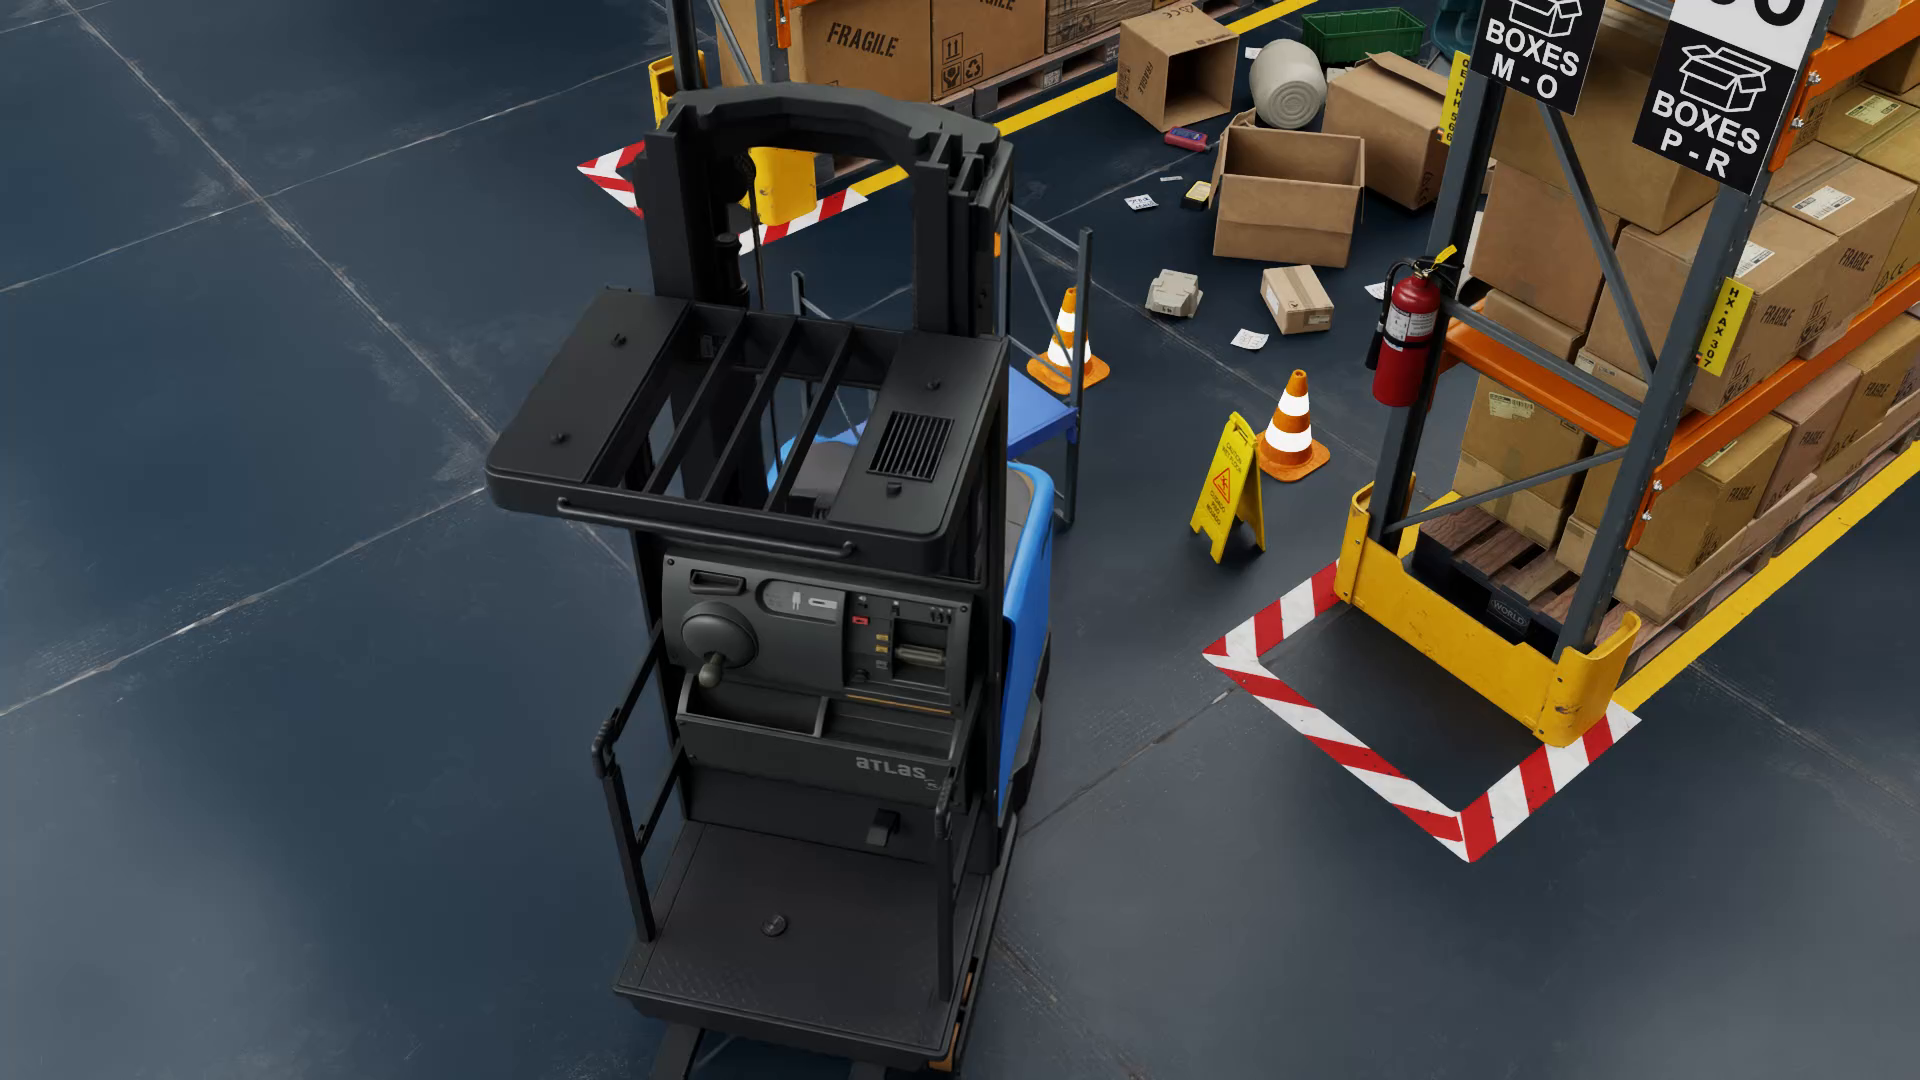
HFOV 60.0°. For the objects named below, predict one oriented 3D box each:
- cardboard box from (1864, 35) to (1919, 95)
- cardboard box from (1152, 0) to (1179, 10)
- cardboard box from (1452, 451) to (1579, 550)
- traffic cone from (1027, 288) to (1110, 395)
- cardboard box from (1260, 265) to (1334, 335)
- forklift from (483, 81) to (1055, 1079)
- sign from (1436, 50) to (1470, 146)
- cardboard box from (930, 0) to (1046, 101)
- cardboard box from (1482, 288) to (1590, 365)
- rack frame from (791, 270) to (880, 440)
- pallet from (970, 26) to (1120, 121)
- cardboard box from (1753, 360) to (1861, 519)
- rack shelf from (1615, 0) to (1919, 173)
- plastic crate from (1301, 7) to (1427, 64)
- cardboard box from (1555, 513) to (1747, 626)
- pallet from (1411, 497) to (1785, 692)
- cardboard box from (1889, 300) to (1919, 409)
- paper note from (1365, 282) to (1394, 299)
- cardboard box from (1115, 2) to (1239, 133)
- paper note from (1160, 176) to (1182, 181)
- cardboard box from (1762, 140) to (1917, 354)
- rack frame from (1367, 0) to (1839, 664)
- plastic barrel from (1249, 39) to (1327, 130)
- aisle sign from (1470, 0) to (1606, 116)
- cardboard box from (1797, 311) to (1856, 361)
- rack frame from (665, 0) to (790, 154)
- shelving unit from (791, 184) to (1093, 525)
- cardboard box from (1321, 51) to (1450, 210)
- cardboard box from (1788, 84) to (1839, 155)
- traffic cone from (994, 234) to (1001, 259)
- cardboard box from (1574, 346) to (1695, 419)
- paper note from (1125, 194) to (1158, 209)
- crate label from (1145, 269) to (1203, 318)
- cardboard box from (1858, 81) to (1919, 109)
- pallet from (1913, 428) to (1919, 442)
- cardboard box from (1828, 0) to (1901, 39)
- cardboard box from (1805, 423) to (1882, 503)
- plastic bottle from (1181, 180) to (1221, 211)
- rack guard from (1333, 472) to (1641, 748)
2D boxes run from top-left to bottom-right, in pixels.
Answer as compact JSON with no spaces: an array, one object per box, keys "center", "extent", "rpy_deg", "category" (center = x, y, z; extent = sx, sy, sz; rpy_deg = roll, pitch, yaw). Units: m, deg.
[{"center":[3.442,-2.116,6.291],"extent":[0.500,0.500,0.700],"rpy_deg":[-30,51,-28],"category":"cardboard box"},{"center":[1.287,-4.076,10.644],"extent":[0.875,0.875,0.875],"rpy_deg":[-29,50,-27],"category":"cardboard box"},{"center":[2.466,-0.282,7.061],"extent":[0.500,0.250,0.500],"rpy_deg":[-30,51,-28],"category":"cardboard box"},{"center":[0.529,-1.000,7.977],"extent":[0.334,0.463,0.336],"rpy_deg":[-30,51,-28],"category":"traffic cone"},{"center":[1.709,-1.222,8.442],"extent":[0.250,0.149,0.380],"rpy_deg":[-7,44,-7],"category":"cardboard box"},{"center":[-0.469,0.366,4.719],"extent":[1.130,2.935,3.031],"rpy_deg":[9,44,9],"category":"forklift"},{"center":[1.659,-1.462,5.539],"extent":[0.005,0.325,0.100],"rpy_deg":[-30,51,-28],"category":"sign"},{"center":[-0.102,-3.278,9.795],"extent":[0.875,0.875,0.875],"rpy_deg":[-31,51,-28],"category":"cardboard box"},{"center":[2.150,-0.810,6.105],"extent":[0.250,0.149,0.380],"rpy_deg":[-28,50,-27],"category":"cardboard box"},{"center":[-0.450,-0.308,6.483],"extent":[0.032,1.500,0.500],"rpy_deg":[-29,51,-28],"category":"rack frame"},{"center":[0.245,-3.089,10.384],"extent":[1.213,0.211,1.003],"rpy_deg":[-30,51,-28],"category":"pallet"},{"center":[3.212,-0.501,6.746],"extent":[0.500,0.500,0.500],"rpy_deg":[-32,52,-29],"category":"cardboard box"},{"center":[3.534,-2.334,5.879],"extent":[4.000,0.370,1.077],"rpy_deg":[-30,51,-28],"category":"rack shelf"},{"center":[2.522,-3.168,10.444],"extent":[0.662,0.188,0.450],"rpy_deg":[-7,34,-7],"category":"plastic crate"},{"center":[2.796,0.015,6.744],"extent":[0.500,0.250,0.500],"rpy_deg":[-30,51,-28],"category":"cardboard box"},{"center":[2.704,0.020,7.074],"extent":[1.213,0.211,1.003],"rpy_deg":[-30,51,-28],"category":"pallet"},{"center":[4.007,-0.956,7.231],"extent":[0.500,0.500,0.500],"rpy_deg":[-27,50,-26],"category":"cardboard box"},{"center":[2.196,-1.293,8.613],"extent":[0.142,0.019,0.148],"rpy_deg":[-14,45,-14],"category":"paper note"},{"center":[1.282,-2.806,9.870],"extent":[0.500,0.500,0.500],"rpy_deg":[-21,47,-21],"category":"cardboard box"},{"center":[1.198,-2.048,9.423],"extent":[0.123,0.001,0.032],"rpy_deg":[-7,44,-7],"category":"paper note"},{"center":[2.936,-1.061,5.899],"extent":[0.500,0.500,0.500],"rpy_deg":[-28,50,-27],"category":"cardboard box"},{"center":[2.000,-0.625,5.724],"extent":[0.127,3.000,1.000],"rpy_deg":[-30,51,-28],"category":"rack frame"},{"center":[1.929,-2.694,9.809],"extent":[0.421,0.421,0.512],"rpy_deg":[0,43,0],"category":"plastic barrel"},{"center":[1.766,-1.697,4.967],"extent":[0.004,0.787,0.394],"rpy_deg":[-30,51,-28],"category":"aisle sign"},{"center":[3.057,-0.853,6.151],"extent":[0.250,0.149,0.380],"rpy_deg":[-29,50,-27],"category":"cardboard box"},{"center":[-1.254,-3.180,8.445],"extent":[0.127,3.000,1.000],"rpy_deg":[-30,51,-28],"category":"rack frame"},{"center":[-0.057,-0.530,6.719],"extent":[1.048,1.500,0.538],"rpy_deg":[-29,51,-28],"category":"shelving unit"},{"center":[2.435,-2.280,9.211],"extent":[0.503,0.637,0.797],"rpy_deg":[-30,51,-28],"category":"cardboard box"},{"center":[2.645,-1.691,5.839],"extent":[0.500,0.500,0.700],"rpy_deg":[-29,51,-28],"category":"cardboard box"},{"center":[0.065,-1.743,8.767],"extent":[0.334,0.463,0.336],"rpy_deg":[-30,51,-28],"category":"traffic cone"},{"center":[2.393,-0.574,5.853],"extent":[0.250,0.149,0.380],"rpy_deg":[-30,51,-28],"category":"cardboard box"},{"center":[1.007,-1.876,9.226],"extent":[0.142,0.017,0.144],"rpy_deg":[-14,45,-14],"category":"paper note"},{"center":[1.092,-1.259,8.491],"extent":[0.250,0.136,0.298],"rpy_deg":[14,45,15],"category":"crate label"},{"center":[3.711,-1.513,6.380],"extent":[0.500,0.500,0.500],"rpy_deg":[-31,51,-29],"category":"cardboard box"},{"center":[4.576,-1.052,8.216],"extent":[1.213,0.211,1.003],"rpy_deg":[-30,51,-28],"category":"pallet"},{"center":[2.463,-1.602,4.757],"extent":[0.250,0.149,0.380],"rpy_deg":[-30,51,-28],"category":"cardboard box"},{"center":[3.603,-0.451,7.241],"extent":[0.500,0.250,0.500],"rpy_deg":[-26,49,-25],"category":"cardboard box"},{"center":[1.348,-1.937,9.267],"extent":[0.133,0.061,0.283],"rpy_deg":[22,47,21],"category":"plastic bottle"},{"center":[2.058,0.253,6.615],"extent":[0.348,0.500,1.175],"rpy_deg":[-30,51,-28],"category":"rack guard"}]
